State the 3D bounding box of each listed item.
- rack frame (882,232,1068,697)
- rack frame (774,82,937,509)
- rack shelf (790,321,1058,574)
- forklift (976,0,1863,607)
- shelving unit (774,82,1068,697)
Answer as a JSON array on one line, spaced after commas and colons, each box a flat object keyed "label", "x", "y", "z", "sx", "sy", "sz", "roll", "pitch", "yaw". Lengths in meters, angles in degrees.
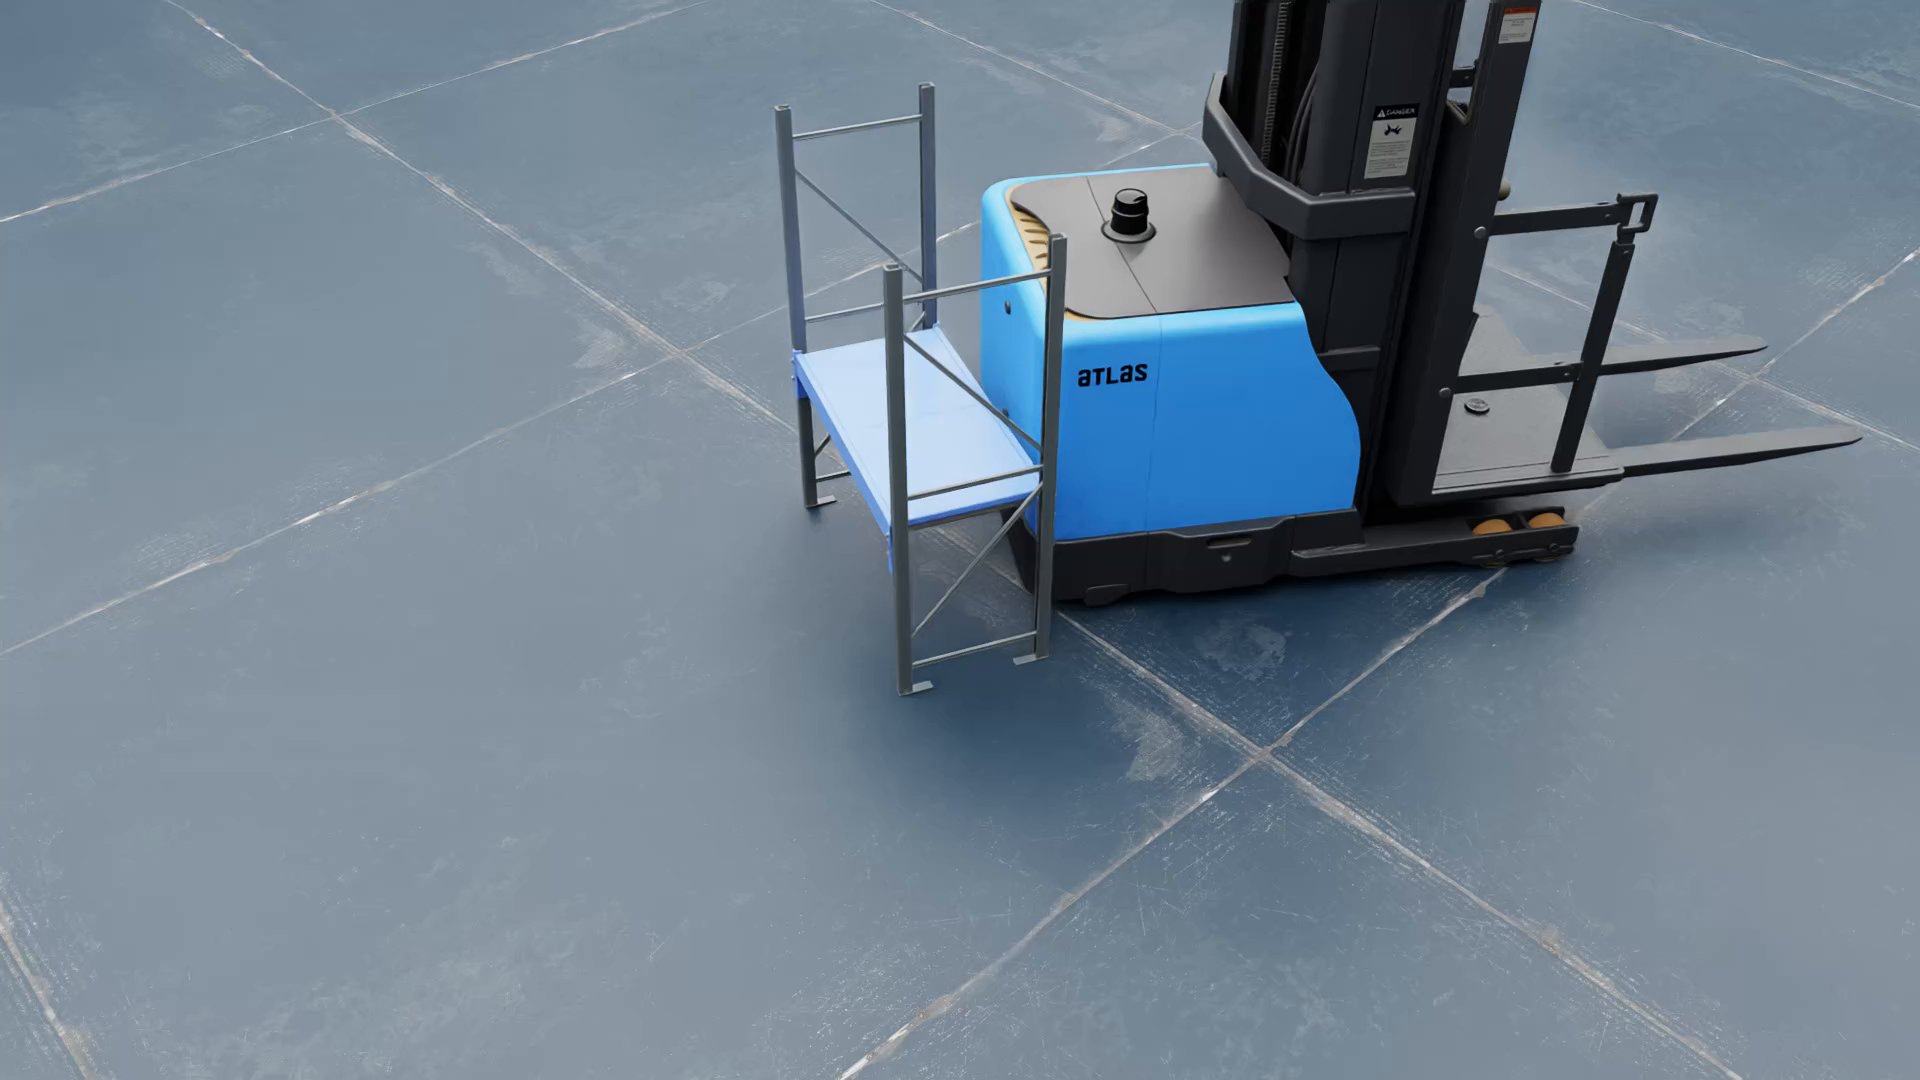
[{"label": "rack frame", "x": 0.042, "y": -0.161, "z": 4.755, "sx": 0.500, "sy": 1.500, "sz": 0.032, "roll": -13, "pitch": 41, "yaw": -16}, {"label": "rack frame", "x": -0.316, "y": -0.759, "z": 5.496, "sx": 0.500, "sy": 1.500, "sz": 0.032, "roll": -13, "pitch": 41, "yaw": -16}, {"label": "rack shelf", "x": -0.137, "y": -0.320, "z": 5.239, "sx": 0.538, "sy": 0.185, "sz": 1.000, "roll": -13, "pitch": 41, "yaw": -16}, {"label": "forklift", "x": 1.625, "y": -1.367, "z": 5.109, "sx": 3.031, "sy": 2.935, "sz": 1.130, "roll": -6, "pitch": 39, "yaw": -8}, {"label": "shelving unit", "x": -0.137, "y": -0.460, "z": 5.126, "sx": 0.538, "sy": 1.500, "sz": 1.048, "roll": -13, "pitch": 41, "yaw": -16}]
